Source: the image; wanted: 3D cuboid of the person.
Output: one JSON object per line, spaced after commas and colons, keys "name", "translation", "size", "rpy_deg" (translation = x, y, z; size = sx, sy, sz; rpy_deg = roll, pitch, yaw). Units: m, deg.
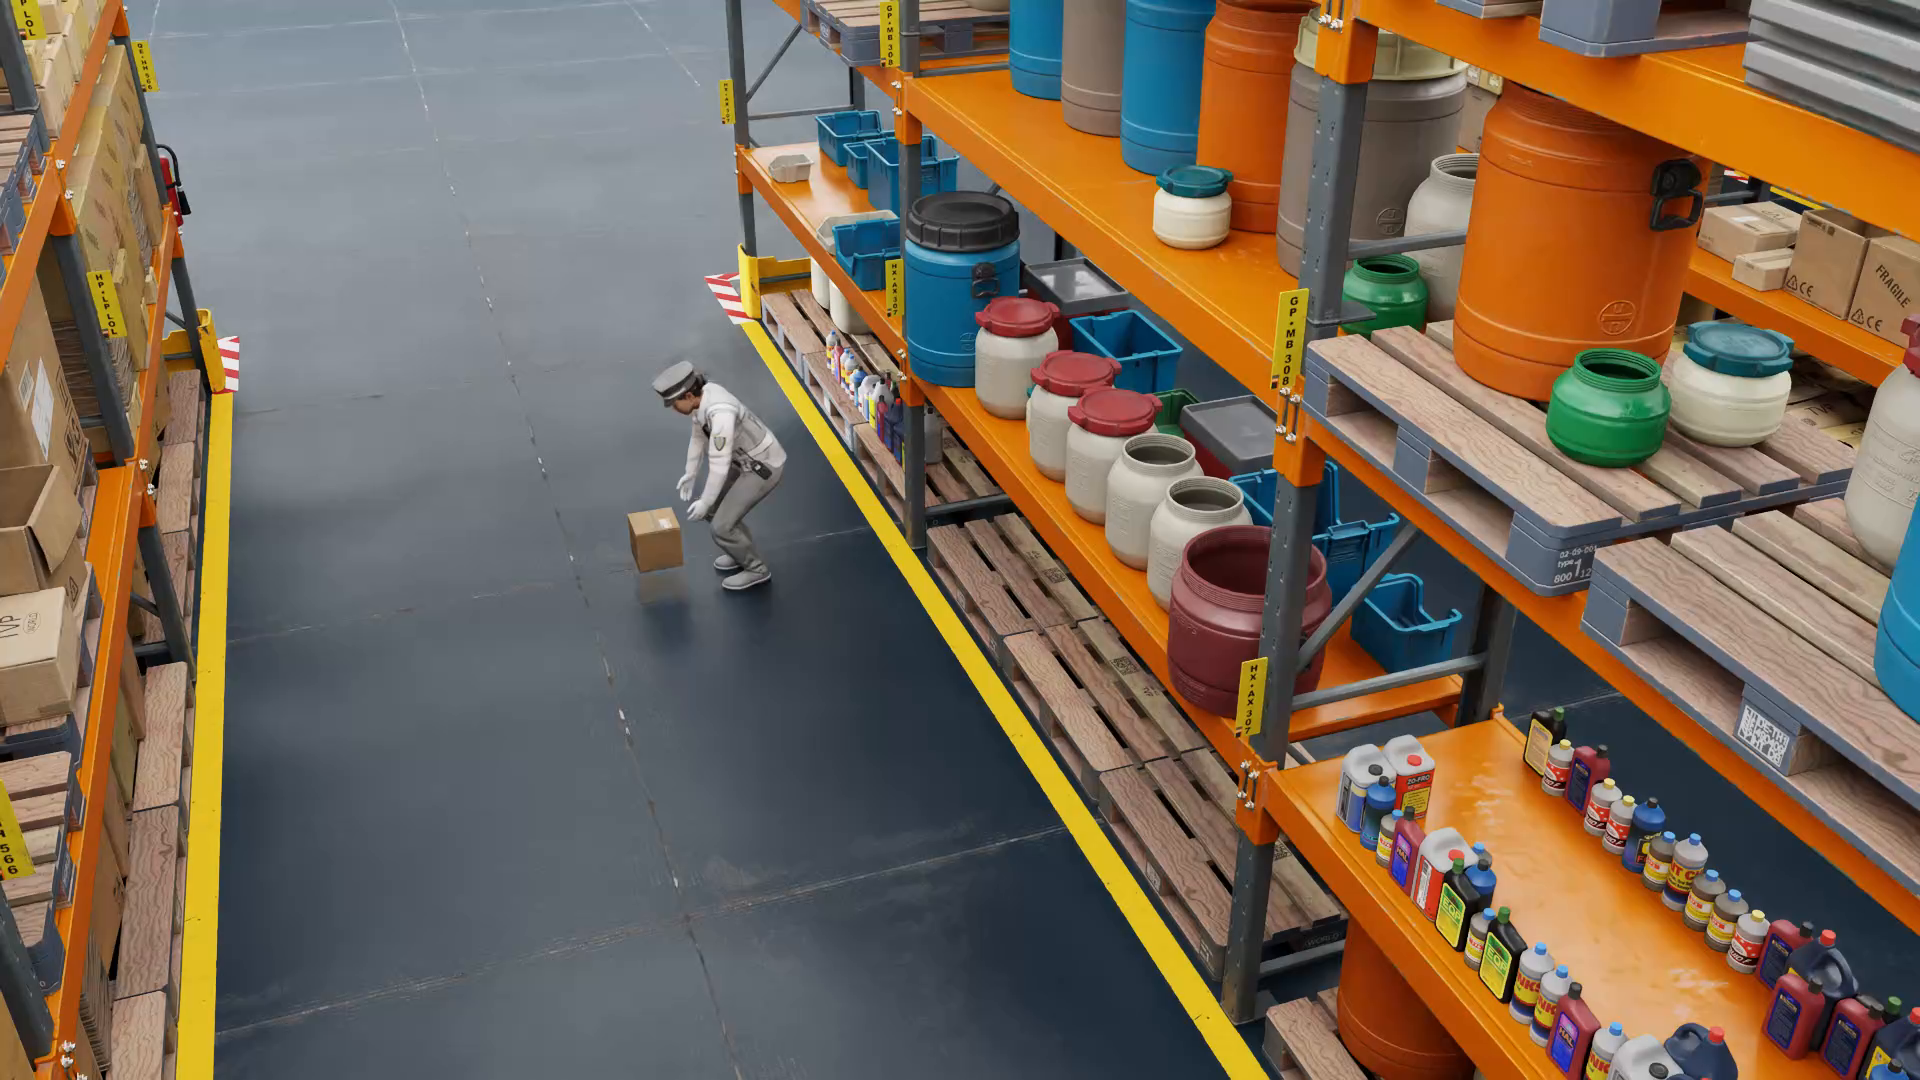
{"name": "person", "translation": [-1.314, -0.370, 9.274], "size": [0.708, 1.376, 0.535], "rpy_deg": [-10, 32, -17]}
